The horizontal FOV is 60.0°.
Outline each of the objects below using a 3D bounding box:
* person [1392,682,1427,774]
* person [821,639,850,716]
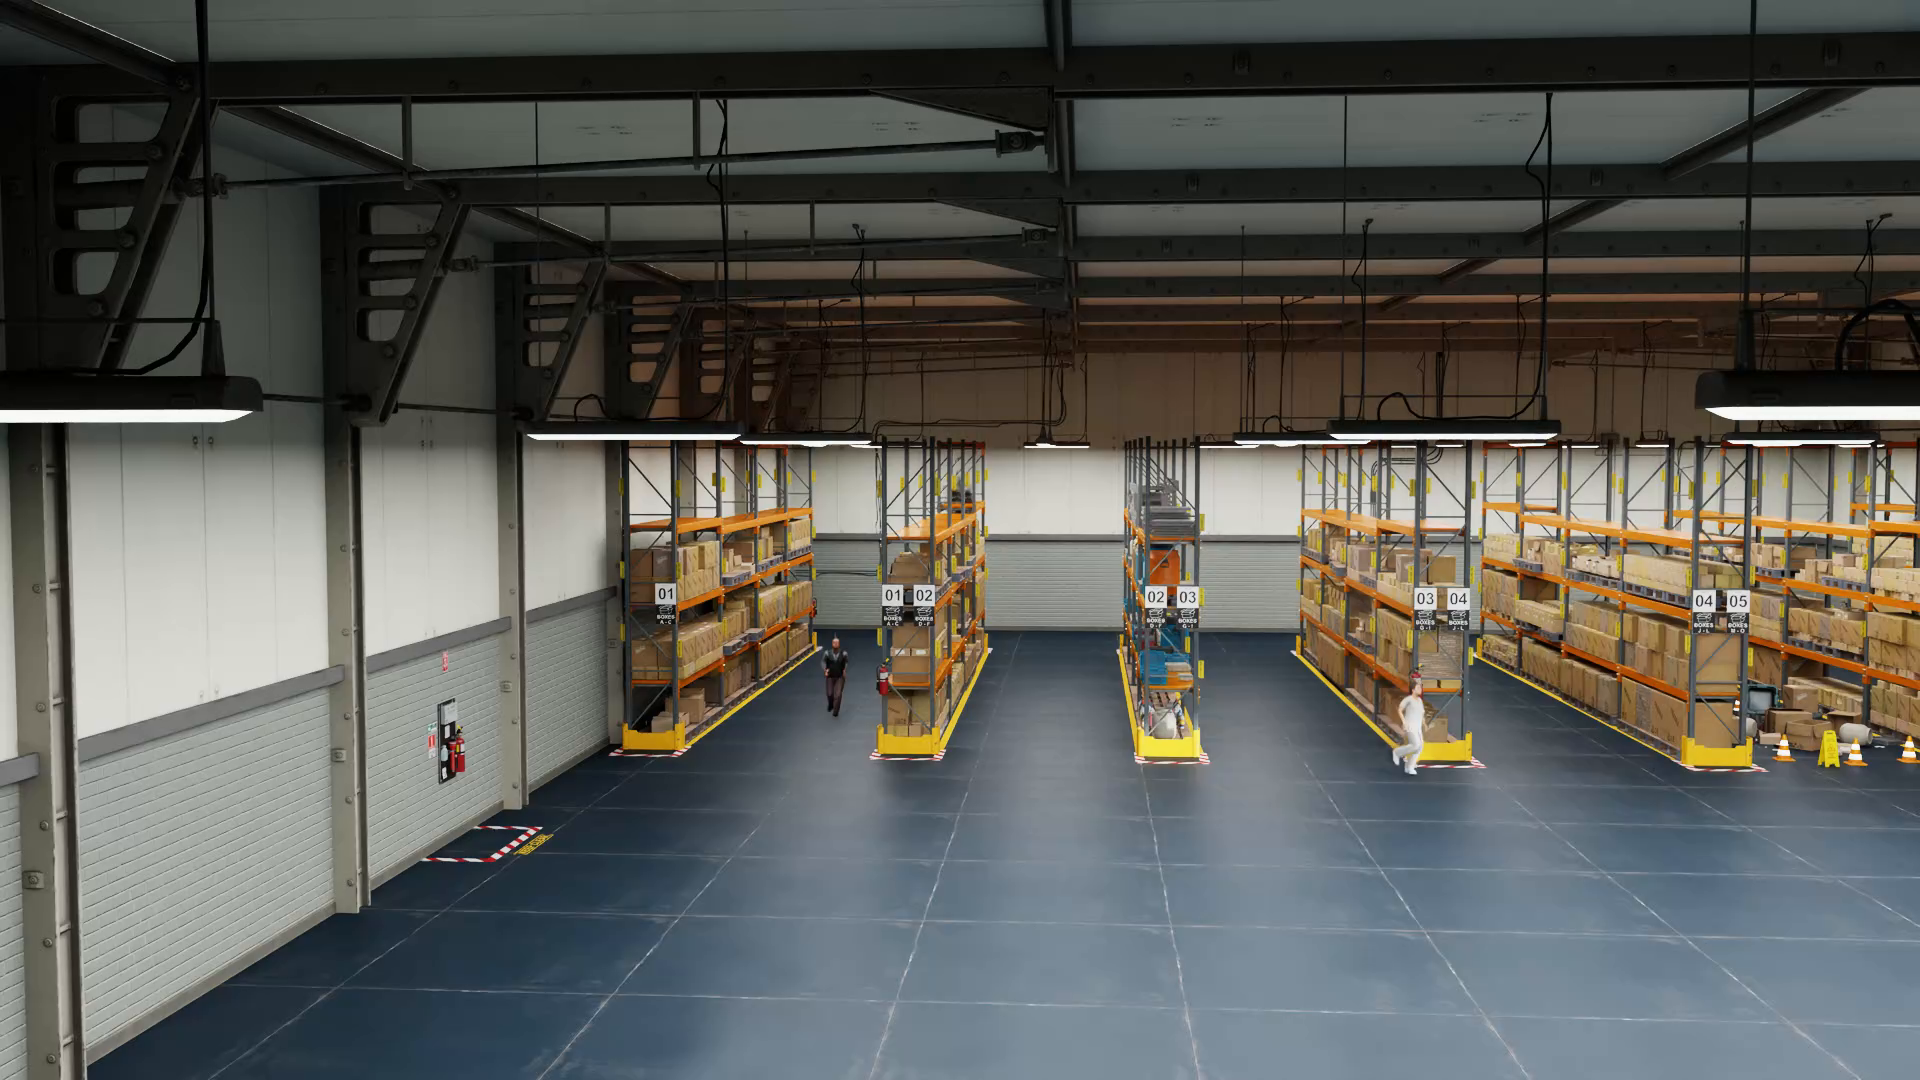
[{"bbox_3d":[8.086,3.332,29.664,0.596,1.596,0.572,-2,4,-36],"label":"person"},{"bbox_3d":[-2.682,2.962,35.862,0.643,1.676,0.577,0,3,-5],"label":"person"}]
